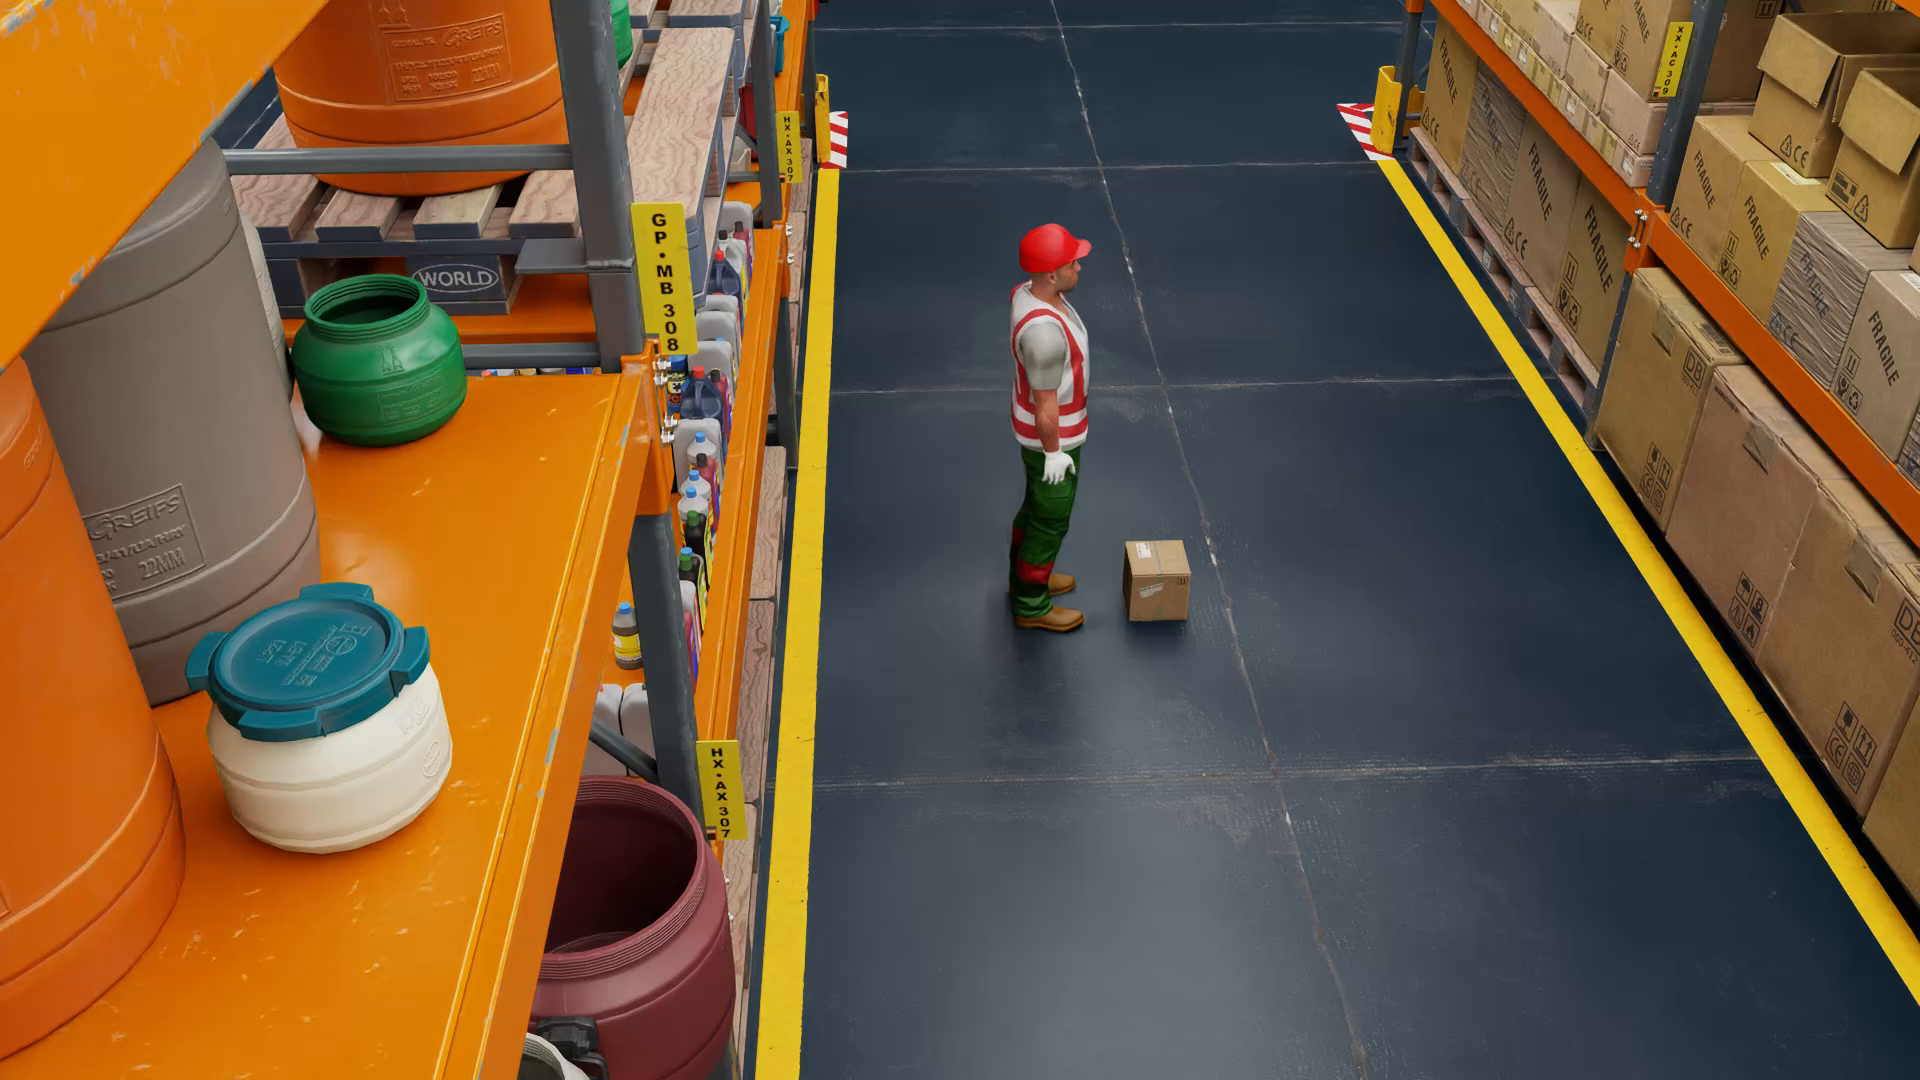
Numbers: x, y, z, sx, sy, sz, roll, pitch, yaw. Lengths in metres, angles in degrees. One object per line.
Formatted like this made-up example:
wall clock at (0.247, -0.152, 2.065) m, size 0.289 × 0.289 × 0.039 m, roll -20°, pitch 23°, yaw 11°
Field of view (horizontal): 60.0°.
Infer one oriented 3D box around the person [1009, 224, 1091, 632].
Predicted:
person at (0.362, -0.448, 6.767) m, size 0.337 × 1.787 × 0.524 m, roll -1°, pitch 35°, yaw -1°
